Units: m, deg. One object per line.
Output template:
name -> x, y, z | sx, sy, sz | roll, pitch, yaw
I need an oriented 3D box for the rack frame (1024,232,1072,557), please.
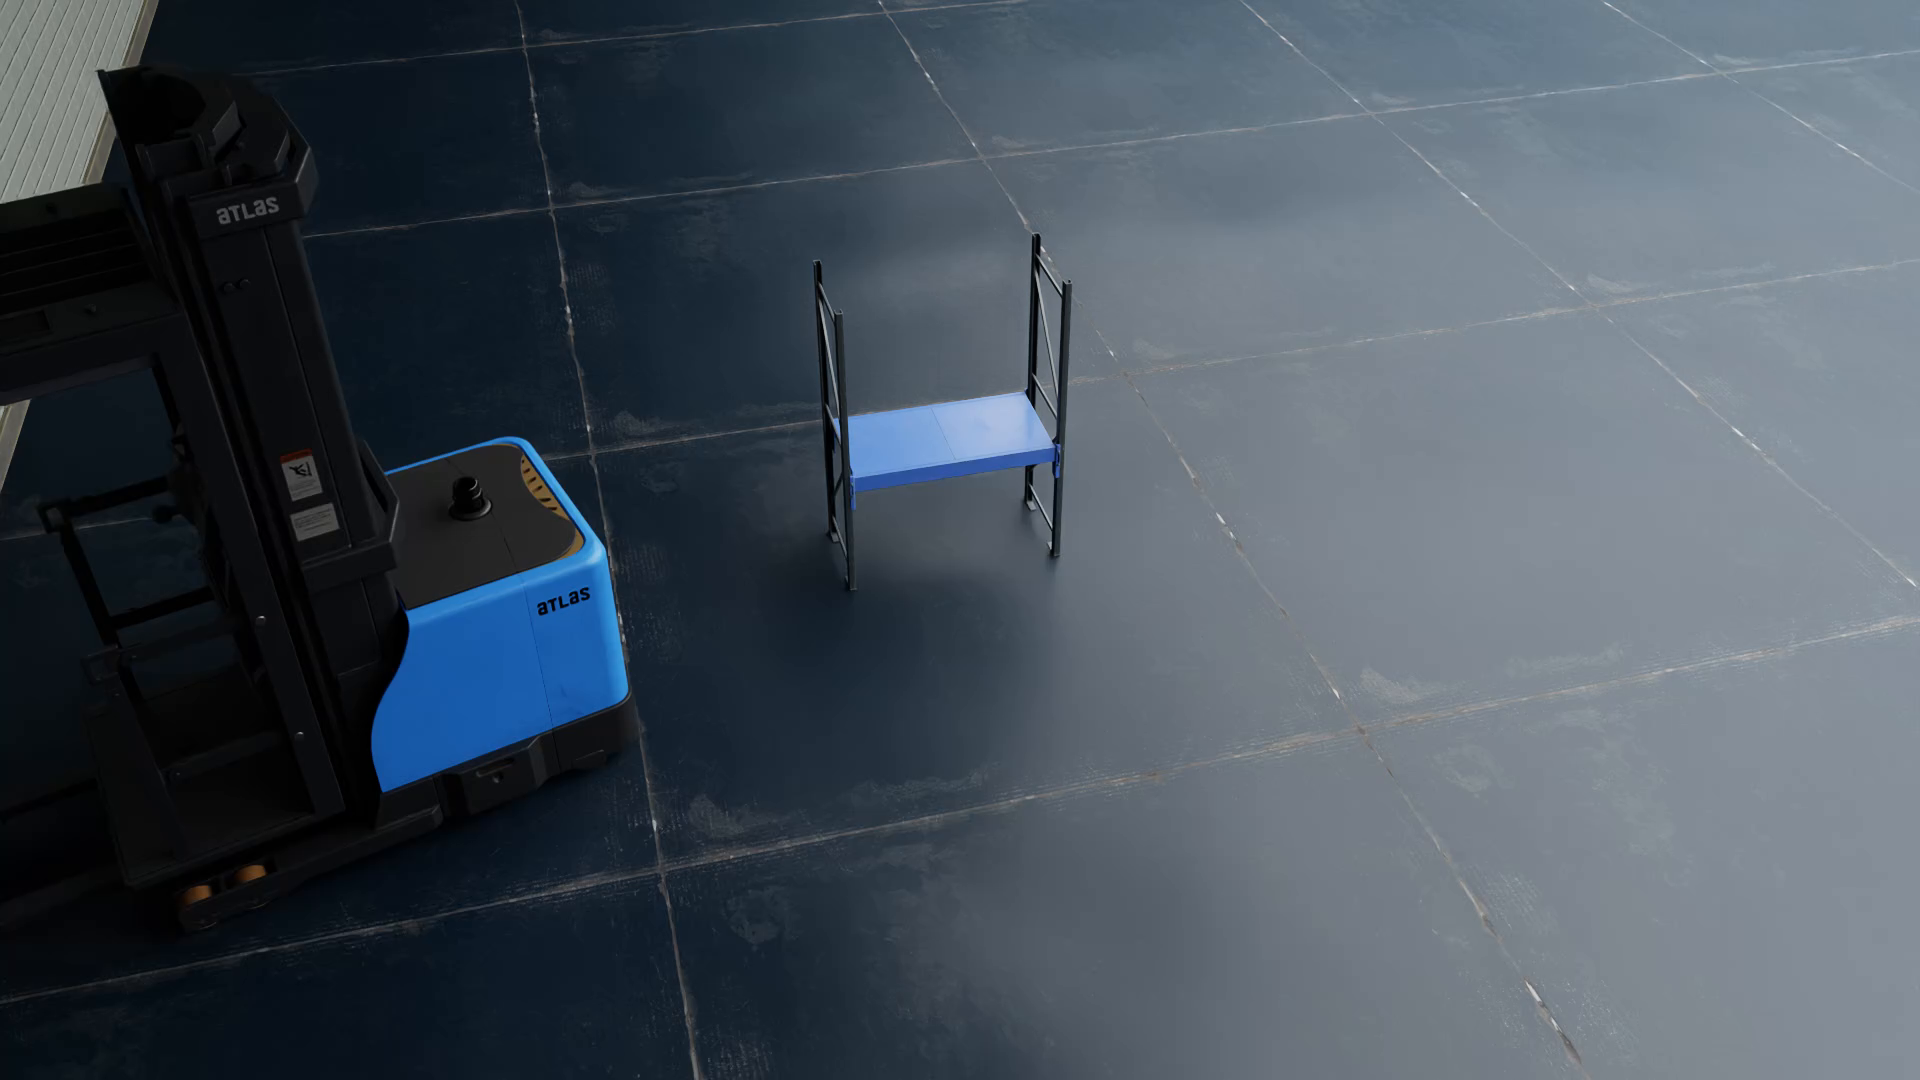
rack frame -> 0.408, -0.663, 7.861 | 0.032, 1.500, 0.500 | -9, 38, -12

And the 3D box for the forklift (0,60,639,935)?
forklift -> -2.888, -0.058, 5.894 | 3.031, 2.935, 1.130 | -20, 42, -24

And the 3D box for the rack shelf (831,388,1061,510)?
rack shelf -> -0.082, -0.439, 7.865 | 1.000, 0.185, 0.538 | -9, 38, -12

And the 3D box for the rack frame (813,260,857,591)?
rack frame -> -0.573, -0.502, 7.651 | 0.032, 1.500, 0.500 | -9, 38, -12

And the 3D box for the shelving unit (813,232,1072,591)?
shelving unit -> -0.082, -0.582, 7.756 | 1.048, 1.500, 0.538 | -9, 38, -12
